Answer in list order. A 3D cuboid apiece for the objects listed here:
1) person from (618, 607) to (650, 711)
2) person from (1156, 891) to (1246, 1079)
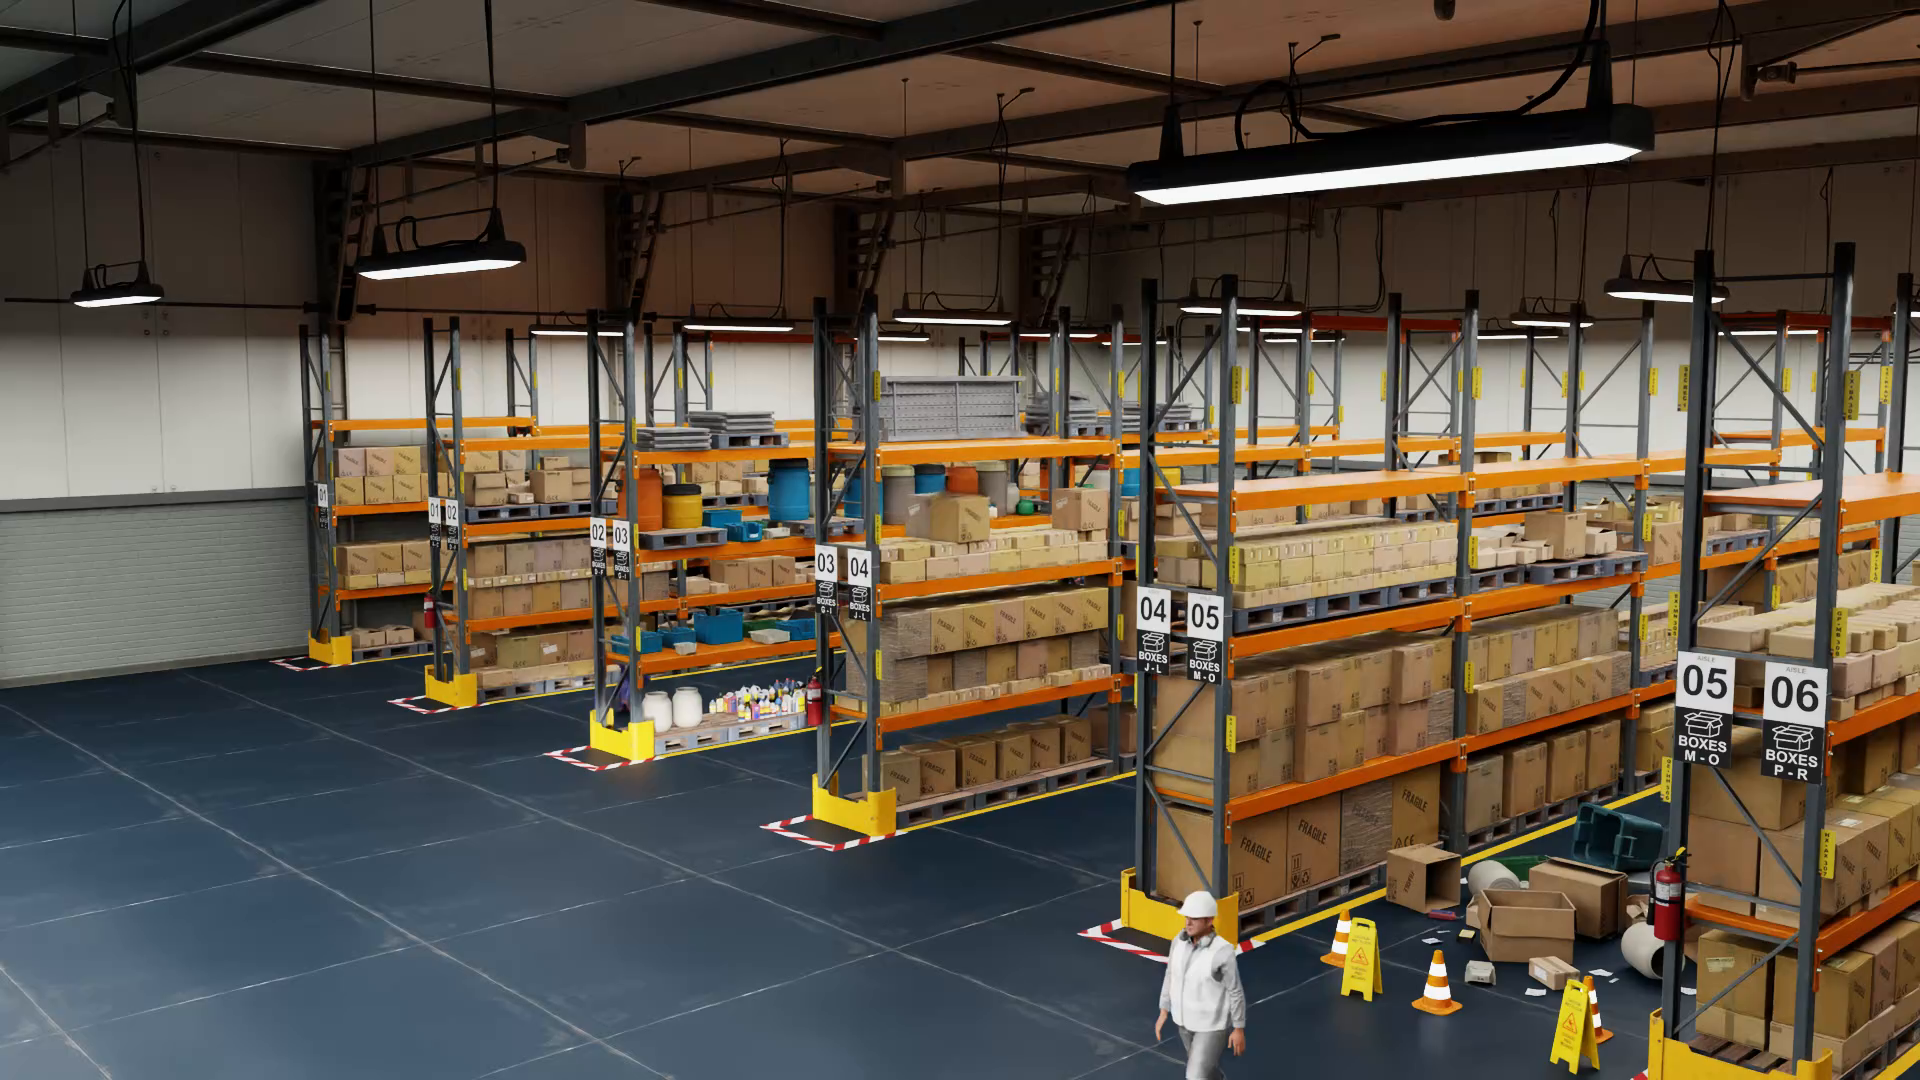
[{"bbox_3d":[-5.011,1.794,25.290,0.462,1.637,0.546,-4,7,-33],"label":"person"},{"bbox_3d":[1.532,3.173,10.954,0.960,1.727,0.569,-4,7,-35],"label":"person"}]
